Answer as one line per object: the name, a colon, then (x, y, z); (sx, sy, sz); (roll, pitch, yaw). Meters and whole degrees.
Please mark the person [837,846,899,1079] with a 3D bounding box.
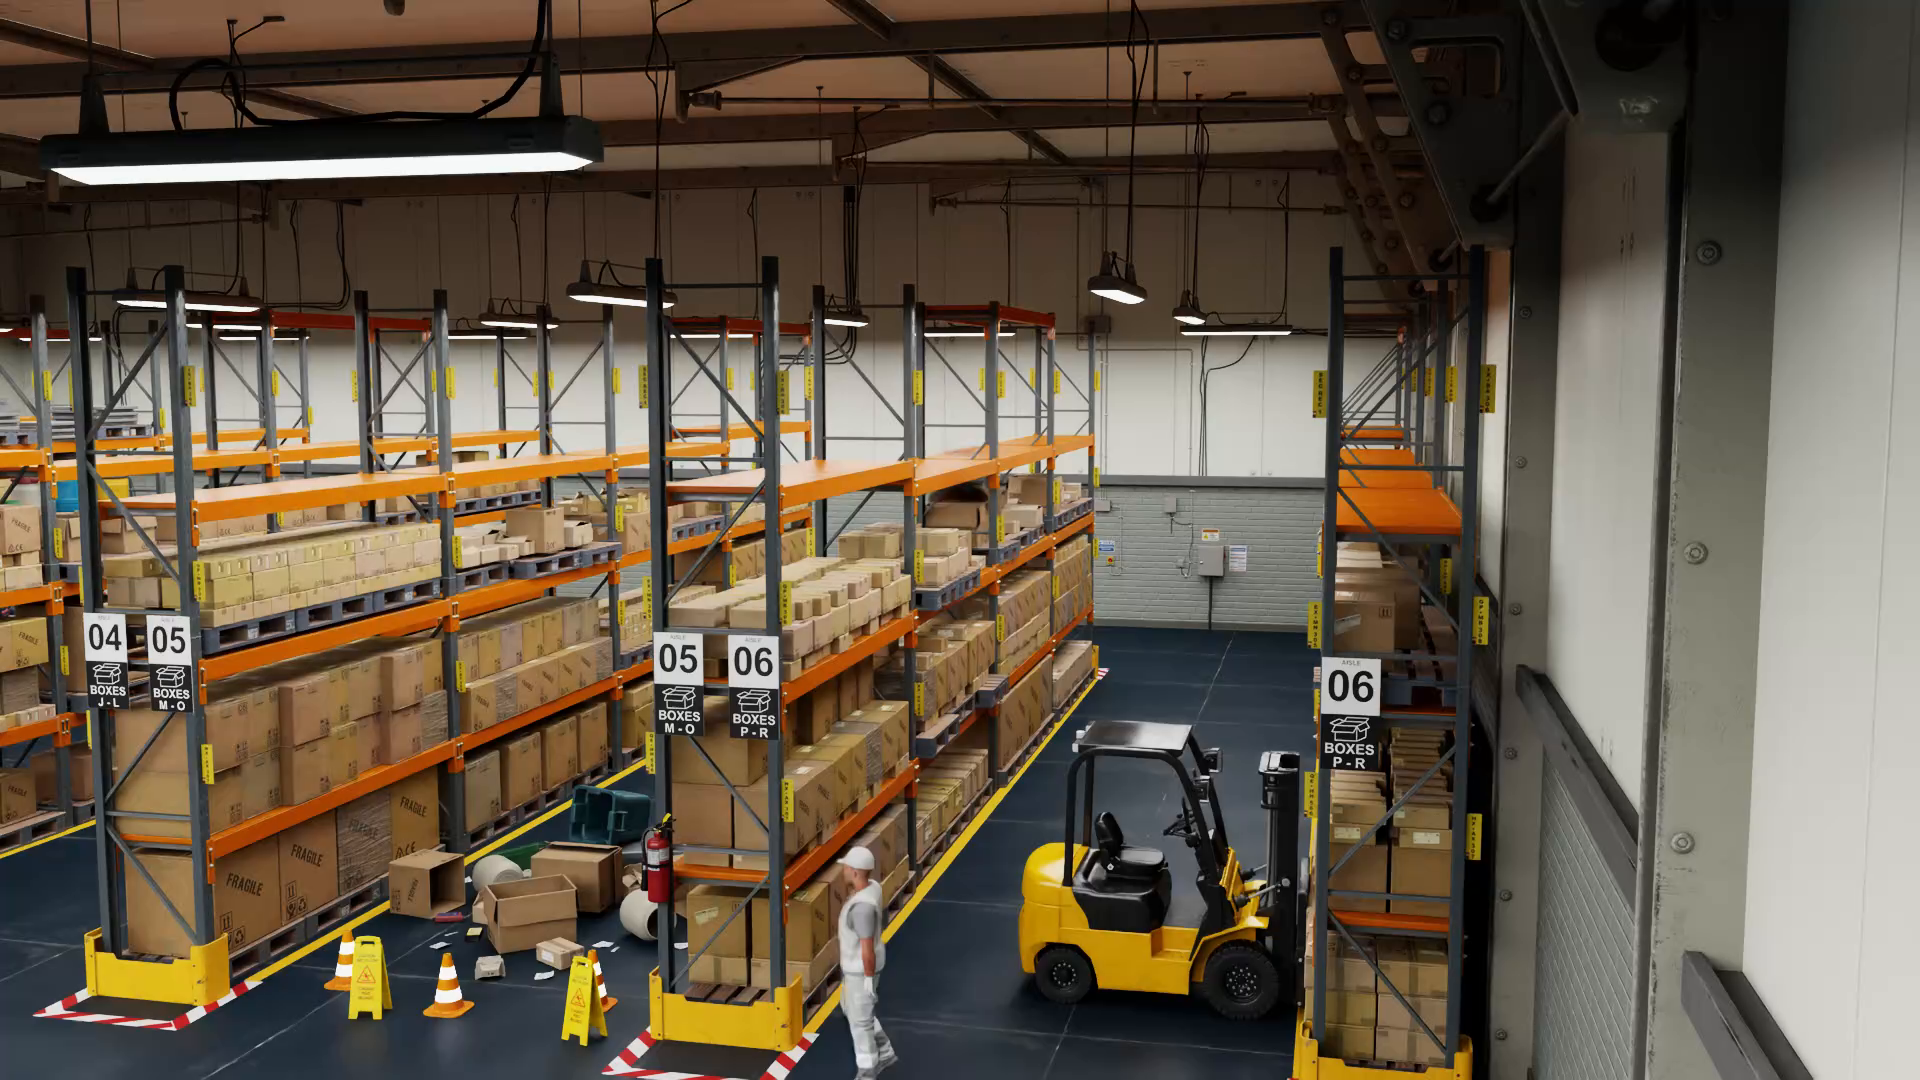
person: (-0.670, 3.060, 11.851); (0.448, 1.789, 0.596); (0, 6, 2)
